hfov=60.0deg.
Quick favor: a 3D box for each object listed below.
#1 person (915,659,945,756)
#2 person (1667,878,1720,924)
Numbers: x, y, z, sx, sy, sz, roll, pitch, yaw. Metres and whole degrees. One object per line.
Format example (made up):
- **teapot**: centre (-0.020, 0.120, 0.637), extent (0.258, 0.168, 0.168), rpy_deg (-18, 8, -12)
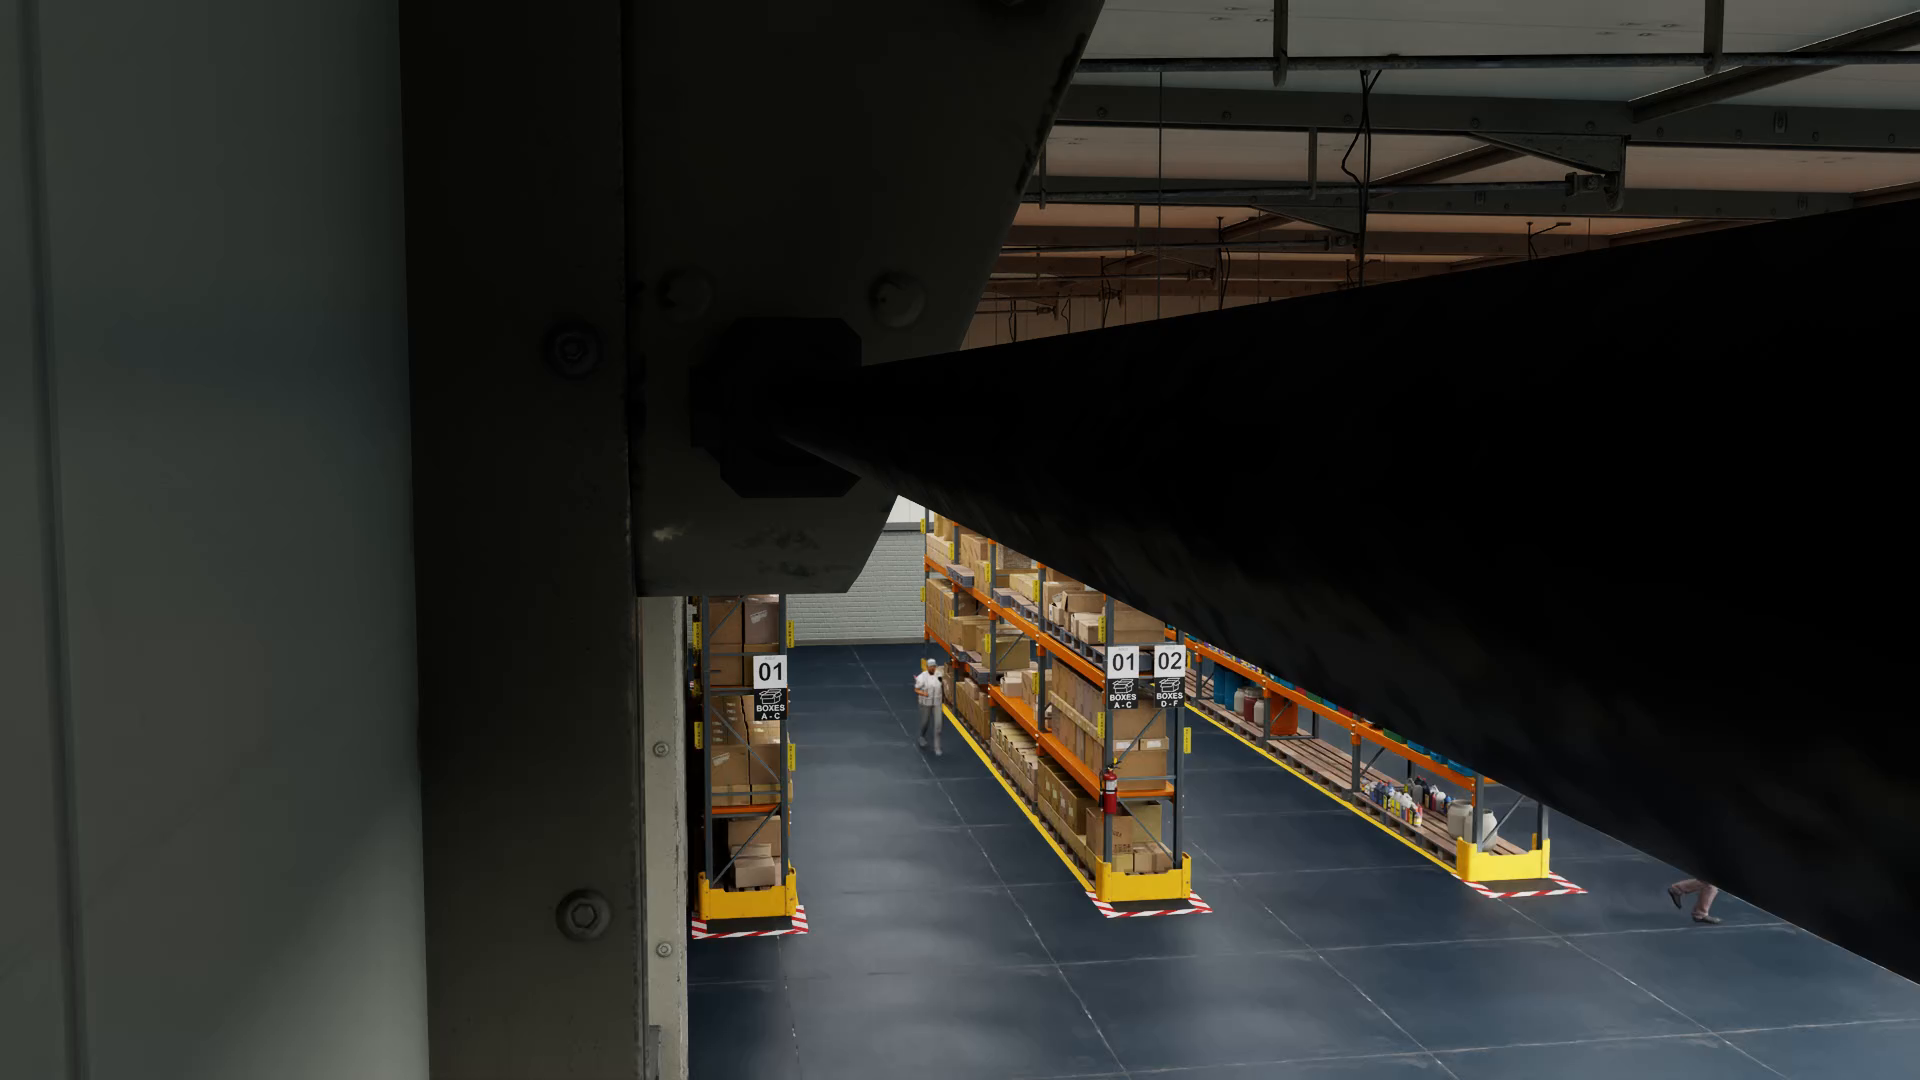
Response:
- **person**: centre (-0.534, 2.918, 29.446), extent (0.580, 1.685, 0.896), rpy_deg (-1, 5, -14)
- **person**: centre (8.822, 3.759, 19.934), extent (0.581, 1.663, 0.695), rpy_deg (2, 5, 17)
